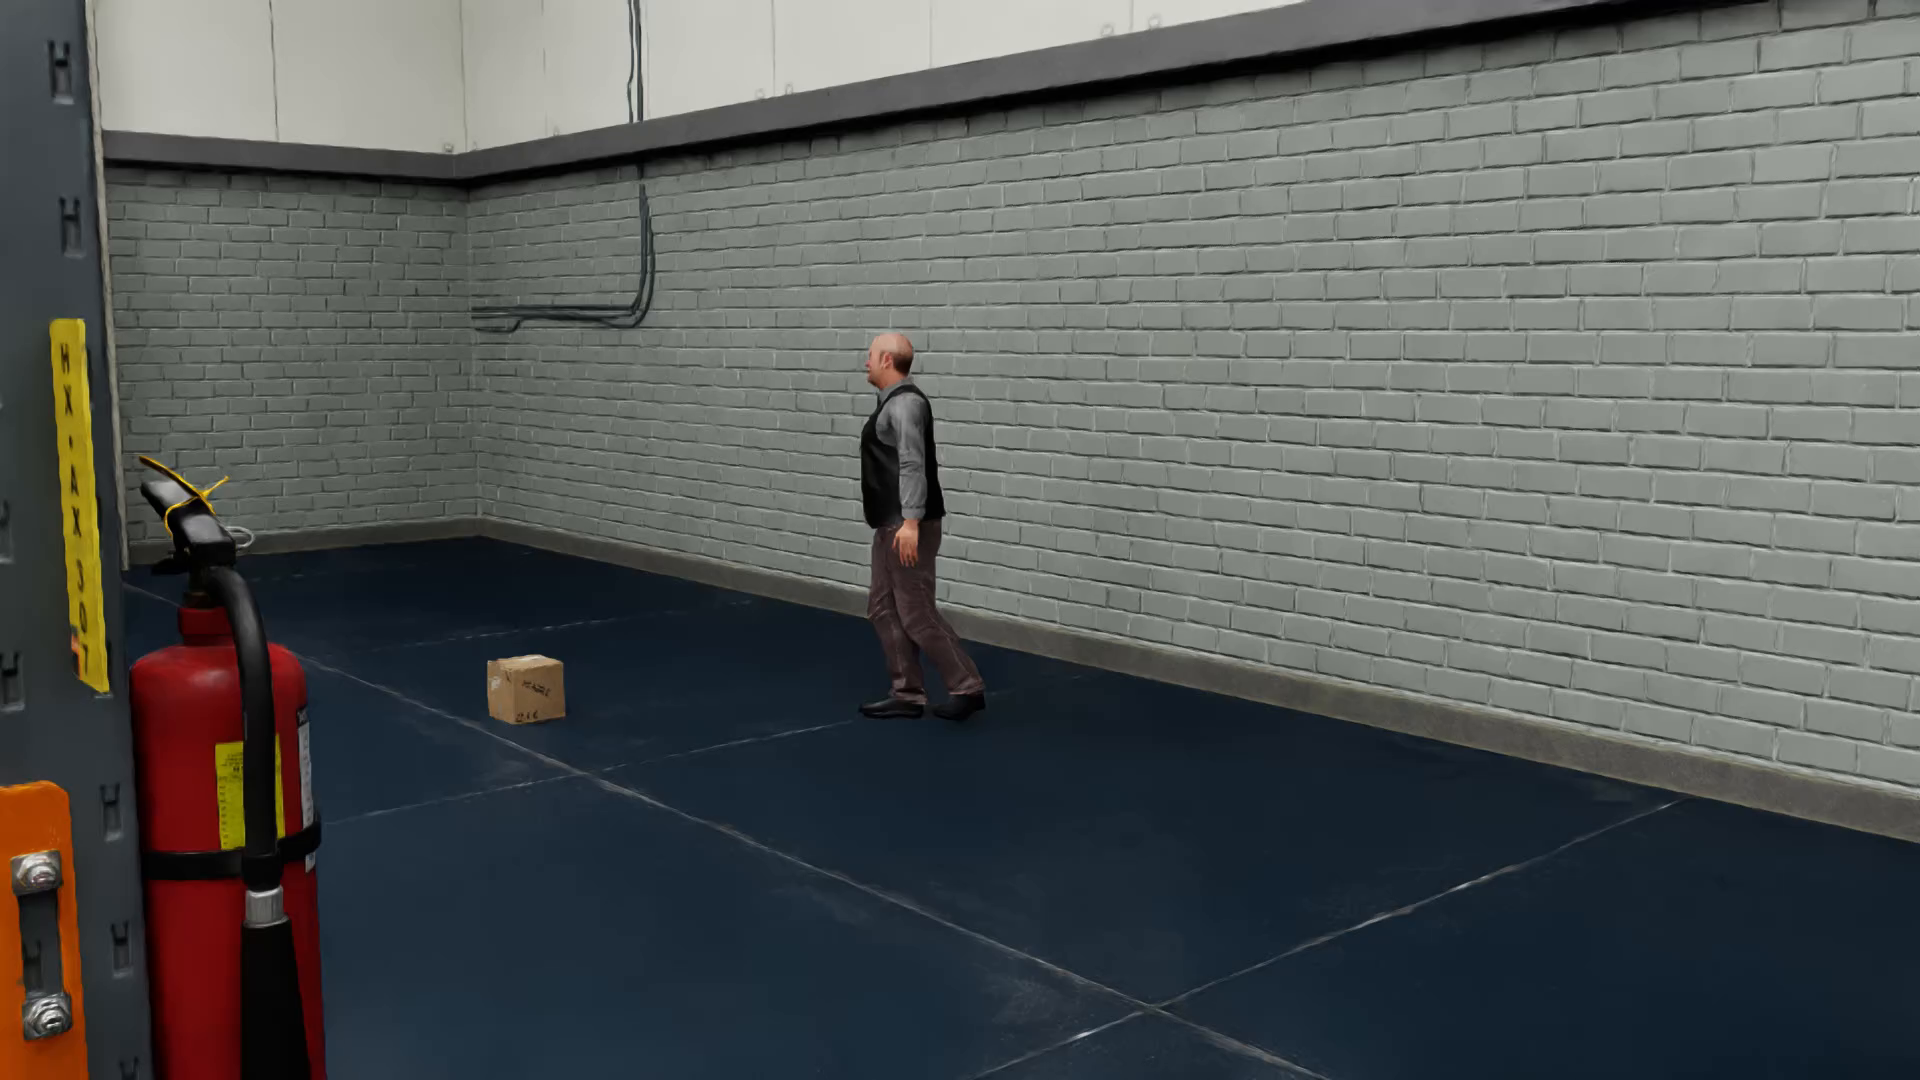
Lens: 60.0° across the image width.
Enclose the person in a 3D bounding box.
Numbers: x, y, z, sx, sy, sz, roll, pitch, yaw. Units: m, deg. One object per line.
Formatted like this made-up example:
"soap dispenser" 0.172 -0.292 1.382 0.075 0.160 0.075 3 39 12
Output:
"person" -0.174 -0.057 7.327 0.557 1.709 0.567 -1 7 -6
